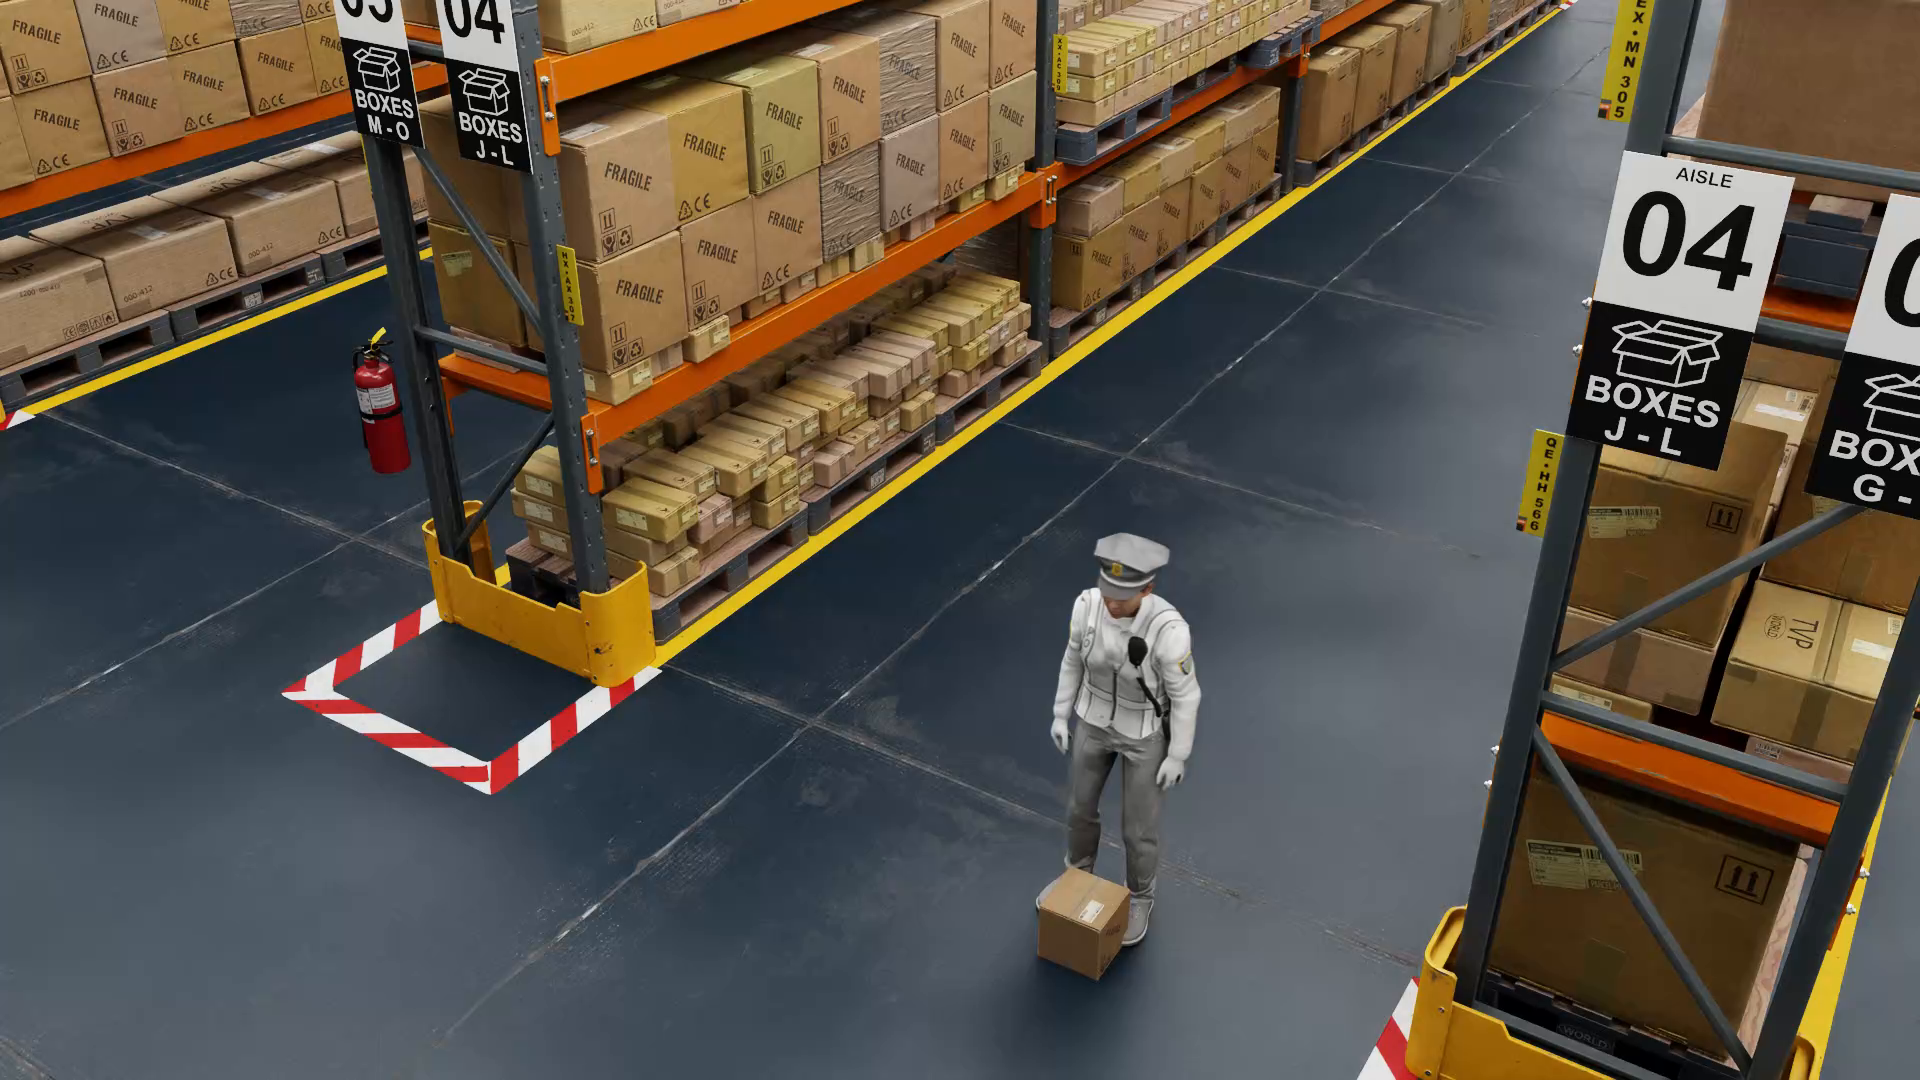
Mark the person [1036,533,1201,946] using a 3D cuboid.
[{"bbox_3d":[0.576,0.701,5.945,0.535,1.663,0.379,17,35,27],"label":"person"}]
